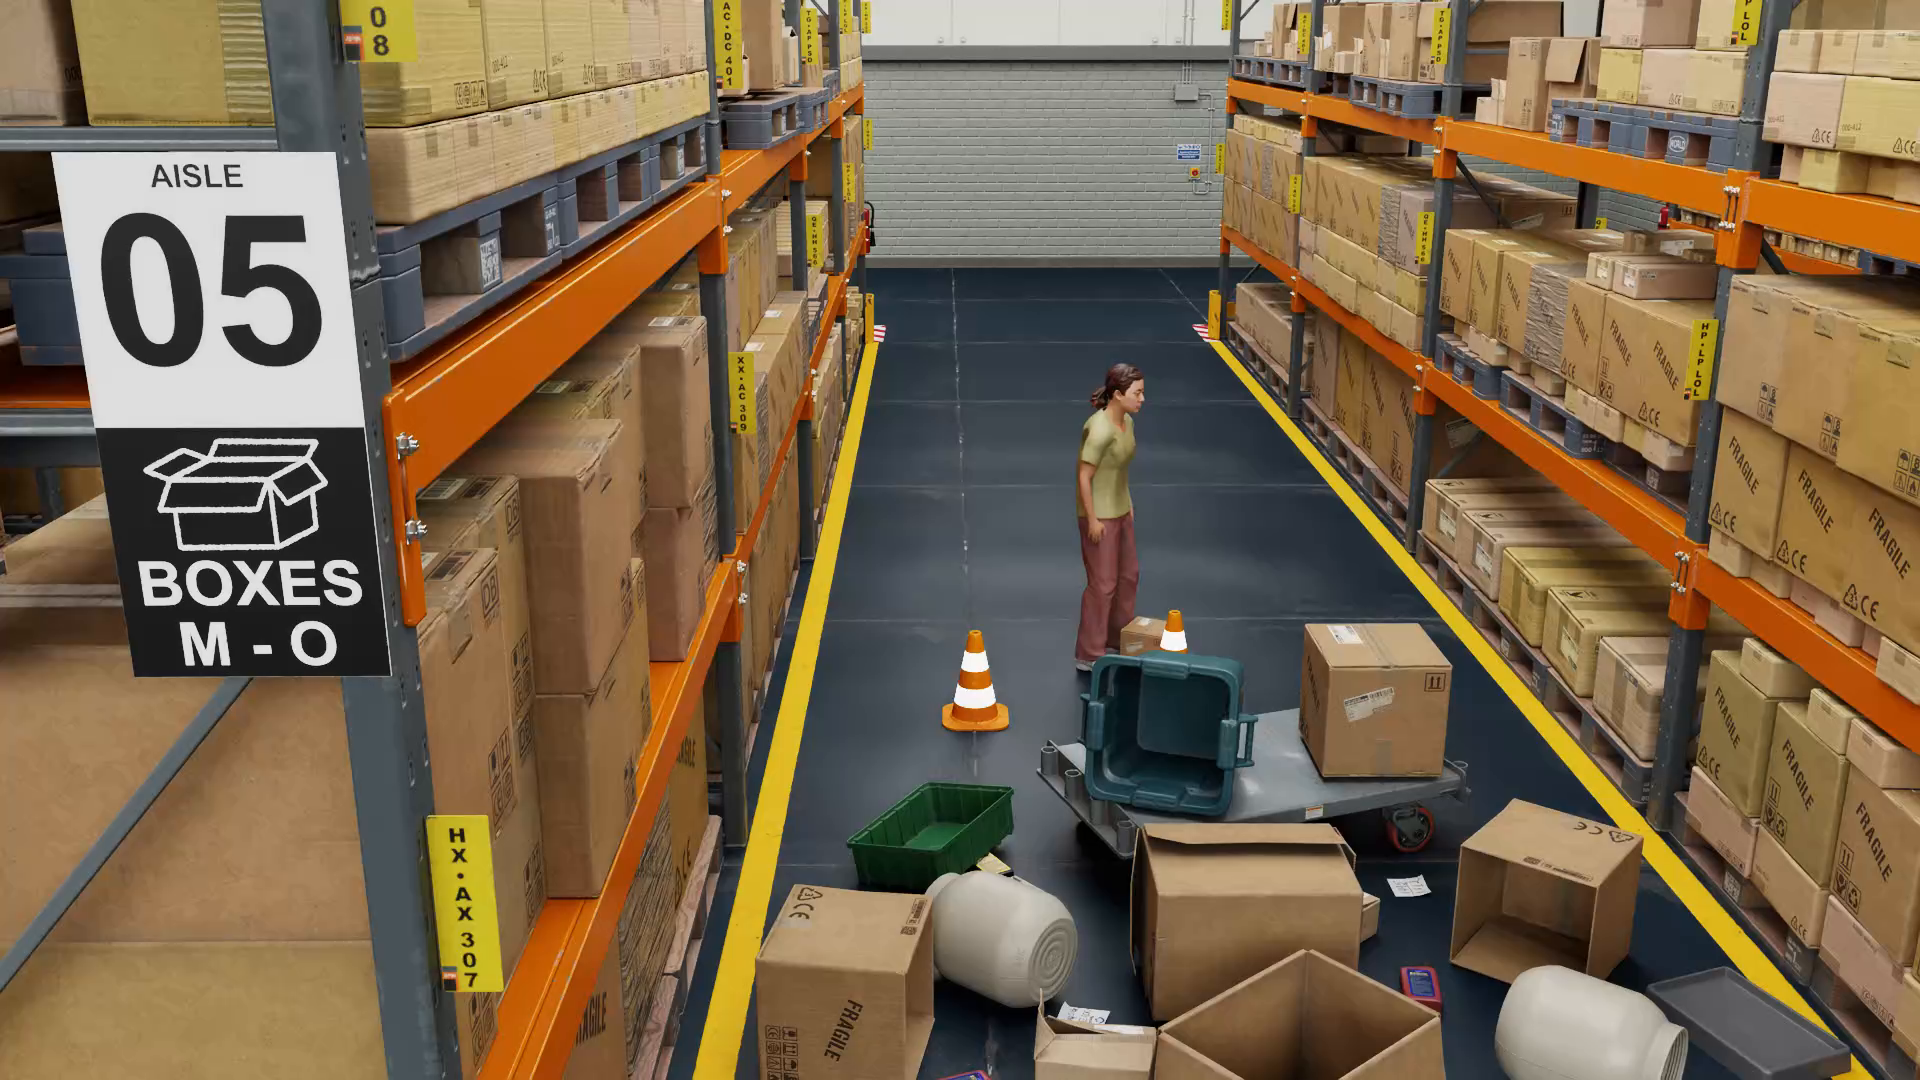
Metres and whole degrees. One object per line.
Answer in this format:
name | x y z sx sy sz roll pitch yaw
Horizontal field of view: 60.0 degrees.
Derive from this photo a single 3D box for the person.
person | 0.833 -0.121 8.939 0.406 1.673 0.499 9 19 27
